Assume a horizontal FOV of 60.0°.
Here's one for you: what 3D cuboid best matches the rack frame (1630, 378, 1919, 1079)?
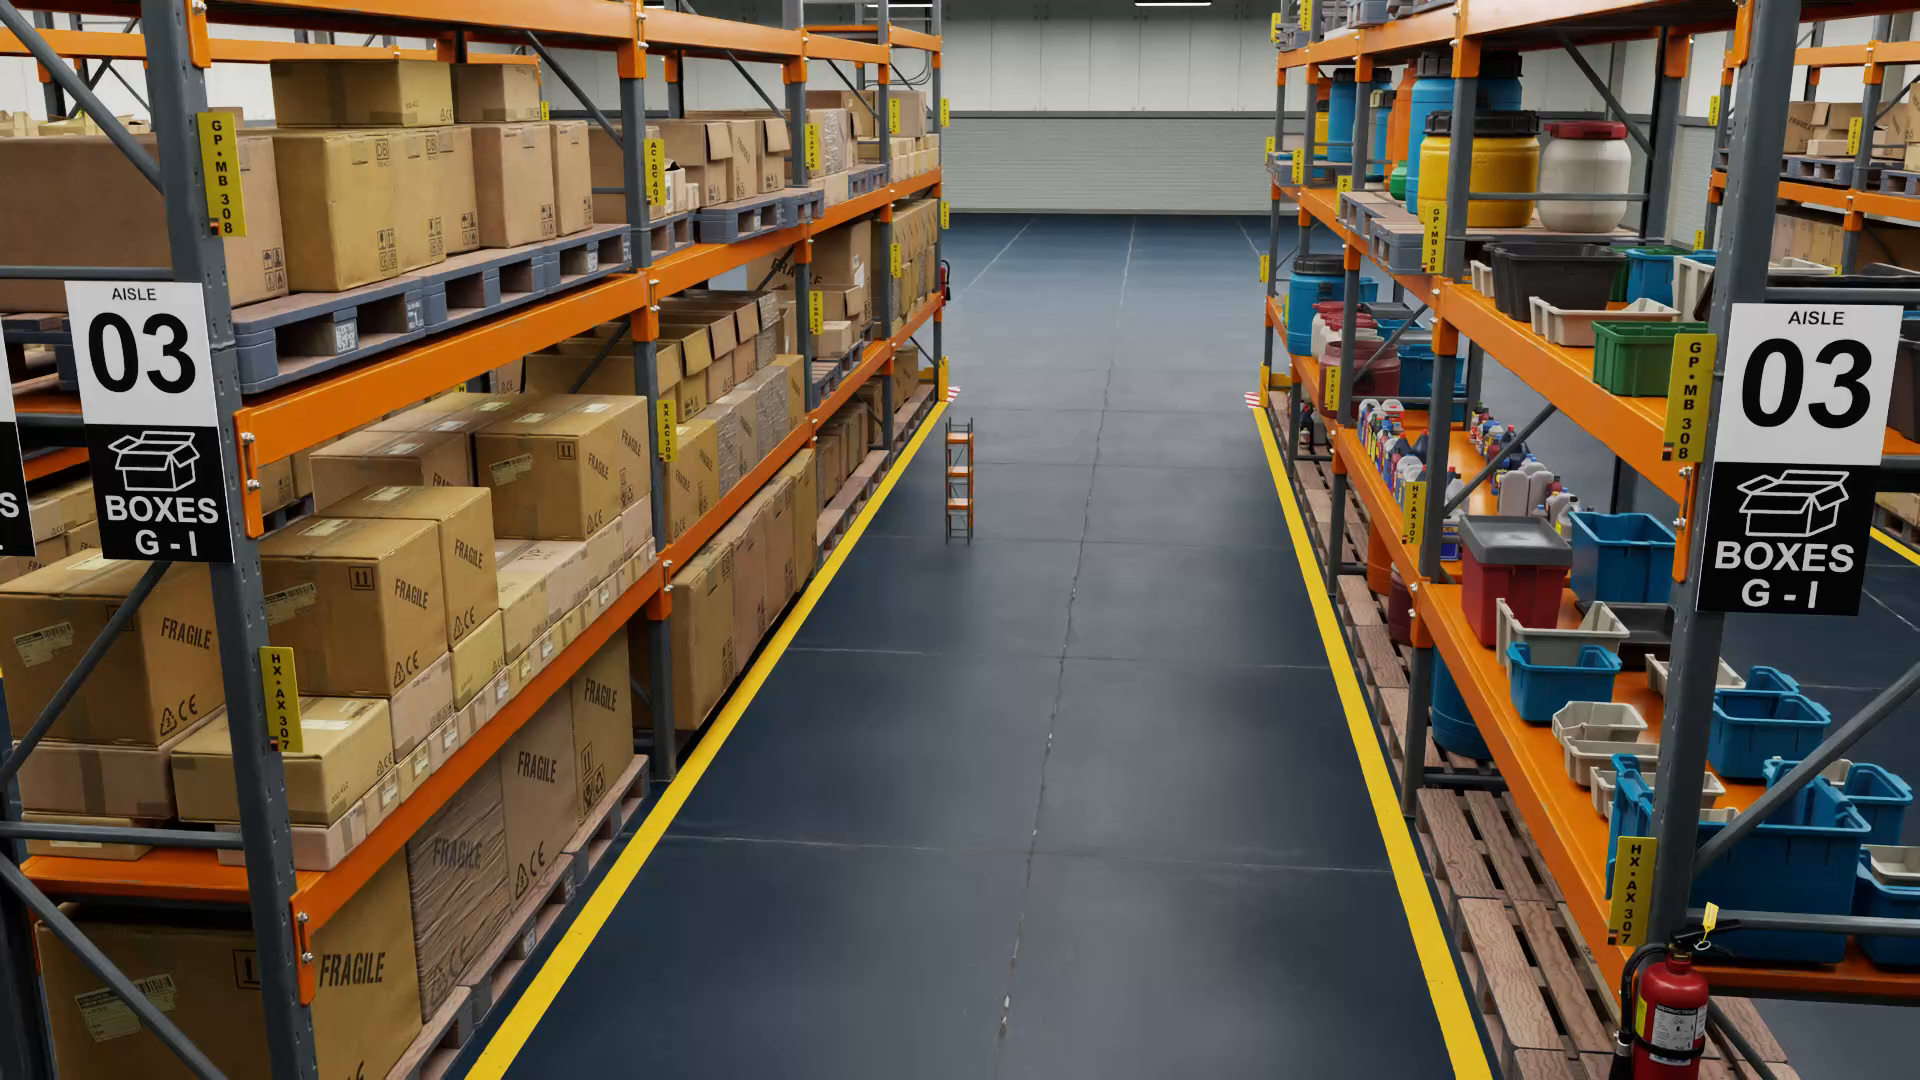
[{"bbox_3d":[2.384,1.053,4.521,1.000,3.000,0.127,2,15,6],"label":"rack frame"}]

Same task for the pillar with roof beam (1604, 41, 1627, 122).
[{"bbox_3d":[13.921,-13.401,46.483,9.100,9.000,0.548,2,15,6],"label":"pillar with roof beam"}]

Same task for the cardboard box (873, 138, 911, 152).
[{"bbox_3d":[-0.735,-4.255,17.930,0.380,0.149,0.250,2,15,8],"label":"cardboard box"}]

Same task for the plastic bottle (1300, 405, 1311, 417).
[{"bbox_3d":[3.546,-1.218,17.152,0.144,0.351,0.185,1,15,3],"label":"plastic bottle"}]

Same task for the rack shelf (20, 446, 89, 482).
[{"bbox_3d":[-6.777,-0.474,11.546,1.077,0.370,4.000,2,15,6],"label":"rack shelf"}]

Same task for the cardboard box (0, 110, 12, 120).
[{"bbox_3d":[-6.919,-2.908,11.765,0.396,0.266,0.258,2,15,6],"label":"cardboard box"}]

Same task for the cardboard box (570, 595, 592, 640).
[{"bbox_3d":[-1.911,0.347,7.614,0.380,0.149,0.250,2,15,7],"label":"cardboard box"}]

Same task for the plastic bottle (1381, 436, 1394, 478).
[{"bbox_3d":[2.746,-0.528,10.615,0.097,0.271,0.097,0,15,0],"label":"plastic bottle"}]

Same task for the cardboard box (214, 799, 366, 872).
[{"bbox_3d":[-2.169,0.946,5.398,0.380,0.149,0.250,2,15,7],"label":"cardboard box"}]

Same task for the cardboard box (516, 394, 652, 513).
[{"bbox_3d":[-1.872,-0.436,8.310,0.500,0.500,0.500,2,15,8],"label":"cardboard box"}]

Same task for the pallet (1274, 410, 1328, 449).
[{"bbox_3d":[3.990,-1.203,18.208,1.003,0.211,1.213,2,15,6],"label":"pallet"}]

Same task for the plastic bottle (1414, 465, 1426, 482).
[{"bbox_3d":[2.635,-0.256,9.458,0.144,0.351,0.185,2,15,6],"label":"plastic bottle"}]

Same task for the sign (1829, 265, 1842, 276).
[{"bbox_3d":[8.108,-2.384,15.423,0.100,0.325,0.005,2,15,6],"label":"sign"}]

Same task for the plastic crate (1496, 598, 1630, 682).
[{"bbox_3d":[2.480,0.435,6.920,0.437,0.282,0.530,2,15,6],"label":"plastic crate"}]

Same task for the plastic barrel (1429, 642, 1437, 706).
[{"bbox_3d":[2.994,0.502,9.776,0.600,0.901,0.708,2,15,6],"label":"plastic barrel"}]

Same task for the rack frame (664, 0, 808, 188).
[{"bbox_3d":[-1.635,-4.064,11.950,1.000,3.000,0.127,2,15,6],"label":"rack frame"}]

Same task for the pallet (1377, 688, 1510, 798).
[{"bbox_3d":[2.964,1.163,9.457,1.003,0.211,1.213,2,15,6],"label":"pallet"}]

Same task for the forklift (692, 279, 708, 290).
[{"bbox_3d":[-3.297,-2.138,16.452,3.031,2.935,1.130,8,17,27],"label":"forklift"}]

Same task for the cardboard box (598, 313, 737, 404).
[{"bbox_3d":[-1.879,-1.168,10.621,0.797,0.503,0.637,2,15,8],"label":"cardboard box"}]

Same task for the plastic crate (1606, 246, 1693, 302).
[{"bbox_3d":[3.088,-1.211,7.554,0.450,0.188,0.662,2,15,6],"label":"plastic crate"}]

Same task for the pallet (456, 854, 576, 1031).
[{"bbox_3d":[-2.385,1.728,7.367,1.003,0.211,1.213,2,15,6],"label":"pallet"}]

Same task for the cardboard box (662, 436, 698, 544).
[{"bbox_3d":[-1.786,-0.290,9.298,0.500,0.500,0.500,2,15,6],"label":"cardboard box"}]

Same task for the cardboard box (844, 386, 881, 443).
[{"bbox_3d":[-1.098,-1.304,17.221,0.500,0.500,0.500,1,15,5],"label":"cardboard box"}]

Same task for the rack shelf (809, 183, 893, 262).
[{"bbox_3d":[-1.409,-2.787,14.354,1.077,0.370,4.000,2,15,6],"label":"rack shelf"}]

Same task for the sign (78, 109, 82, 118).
[{"bbox_3d":[-11.118,-5.420,21.040,0.100,0.325,0.005,2,15,6],"label":"sign"}]

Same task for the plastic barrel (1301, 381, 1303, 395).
[{"bbox_3d":[4.191,-1.925,19.498,0.421,0.512,0.421,0,15,0],"label":"plastic barrel"}]

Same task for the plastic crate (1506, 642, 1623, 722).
[{"bbox_3d":[2.361,0.565,6.532,0.416,0.233,0.300,2,15,6],"label":"plastic crate"}]

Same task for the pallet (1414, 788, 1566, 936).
[{"bbox_3d":[2.791,1.554,8.012,1.003,0.211,1.213,2,15,6],"label":"pallet"}]

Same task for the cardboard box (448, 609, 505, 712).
[{"bbox_3d":[-2.102,0.454,6.453,0.500,0.250,0.500,1,15,4],"label":"cardboard box"}]

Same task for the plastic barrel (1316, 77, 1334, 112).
[{"bbox_3d":[4.261,-4.825,18.885,0.600,0.830,0.708,2,15,6],"label":"plastic barrel"}]

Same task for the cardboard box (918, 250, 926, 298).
[{"bbox_3d":[-0.858,-3.031,18.863,0.875,0.500,0.500,2,15,6],"label":"cardboard box"}]

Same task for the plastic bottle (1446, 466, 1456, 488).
[{"bbox_3d":[2.778,-0.252,9.443,0.144,0.351,0.185,2,15,6],"label":"plastic bottle"}]

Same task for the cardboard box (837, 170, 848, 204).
[{"bbox_3d":[-1.222,-2.924,13.771,0.500,0.250,0.500,2,15,7],"label":"cardboard box"}]

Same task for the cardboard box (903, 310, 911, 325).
[{"bbox_3d":[-0.730,-2.390,17.734,0.380,0.149,0.250,2,15,6],"label":"cardboard box"}]

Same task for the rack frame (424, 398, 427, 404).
[{"bbox_3d":[-6.100,-2.377,17.207,1.000,3.000,0.127,2,15,6],"label":"rack frame"}]

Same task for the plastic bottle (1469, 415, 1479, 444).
[{"bbox_3d":[3.634,-0.779,11.677,0.097,0.201,0.097,0,15,0],"label":"plastic bottle"}]

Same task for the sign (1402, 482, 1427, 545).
[{"bbox_3d":[2.289,-0.135,8.383,0.100,0.325,0.005,2,15,6],"label":"sign"}]

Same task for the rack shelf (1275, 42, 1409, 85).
[{"bbox_3d":[3.964,-4.934,17.312,1.077,0.370,4.000,2,15,6],"label":"rack shelf"}]

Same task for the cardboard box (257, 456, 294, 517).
[{"bbox_3d":[-6.393,-0.612,14.184,1.050,0.750,0.750,1,15,5],"label":"cardboard box"}]

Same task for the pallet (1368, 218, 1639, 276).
[{"bbox_3d":[2.827,-1.547,8.753,1.213,0.211,1.003,2,15,6],"label":"pallet"}]

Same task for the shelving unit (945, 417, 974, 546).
[{"bbox_3d":[-0.006,-0.493,13.974,0.215,1.050,0.252,2,15,6],"label":"shelving unit"}]

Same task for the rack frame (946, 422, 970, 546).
[{"bbox_3d":[-0.020,-0.461,13.857,0.200,1.050,0.008,2,15,6],"label":"rack frame"}]

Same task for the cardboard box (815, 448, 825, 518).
[{"bbox_3d":[-1.529,-0.492,14.181,0.700,0.500,0.500,0,15,2],"label":"cardboard box"}]

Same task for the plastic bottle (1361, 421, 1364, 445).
[{"bbox_3d":[2.865,-0.769,11.638,0.097,0.201,0.097,0,15,0],"label":"plastic bottle"}]

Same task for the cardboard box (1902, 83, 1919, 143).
[{"bbox_3d":[8.551,-3.694,14.376,0.500,0.500,0.500,2,15,7],"label":"cardboard box"}]

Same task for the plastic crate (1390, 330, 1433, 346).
[{"bbox_3d":[3.773,-1.463,13.702,0.402,0.464,0.583,2,15,6],"label":"plastic crate"}]

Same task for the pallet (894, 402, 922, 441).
[{"bbox_3d":[-1.007,-1.351,18.756,1.003,0.211,1.213,2,15,6],"label":"pallet"}]

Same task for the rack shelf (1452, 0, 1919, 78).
[{"bbox_3d":[2.610,-1.821,5.802,1.077,0.370,4.000,2,15,6],"label":"rack shelf"}]

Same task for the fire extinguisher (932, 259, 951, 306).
[{"bbox_3d":[-0.261,-3.221,20.477,0.296,0.674,0.183,2,15,6],"label":"fire extinguisher"}]

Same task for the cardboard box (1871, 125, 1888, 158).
[{"bbox_3d":[9.039,-3.850,16.007,0.500,0.311,0.500,1,15,3],"label":"cardboard box"}]

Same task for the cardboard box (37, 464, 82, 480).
[{"bbox_3d":[-6.927,-0.395,12.423,0.500,0.250,0.500,2,15,6],"label":"cardboard box"}]

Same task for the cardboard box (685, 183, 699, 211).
[{"bbox_3d":[-1.769,-2.041,9.895,0.380,0.149,0.250,1,15,4],"label":"cardboard box"}]

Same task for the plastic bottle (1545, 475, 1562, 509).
[{"bbox_3d":[3.401,-0.241,9.530,0.061,0.283,0.133,2,15,6],"label":"plastic bottle"}]

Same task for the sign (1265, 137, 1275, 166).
[{"bbox_3d":[3.643,-4.566,19.539,0.100,0.325,0.005,2,15,6],"label":"sign"}]

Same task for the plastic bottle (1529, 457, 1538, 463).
[{"bbox_3d":[3.437,-0.361,9.995,0.097,0.271,0.097,0,15,0],"label":"plastic bottle"}]

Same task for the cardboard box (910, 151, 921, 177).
[{"bbox_3d":[-0.705,-4.093,18.092,0.500,0.250,0.500,1,15,5],"label":"cardboard box"}]

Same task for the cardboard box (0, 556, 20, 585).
[{"bbox_3d":[-6.598,0.380,10.993,0.500,0.500,0.500,2,15,9],"label":"cardboard box"}]
